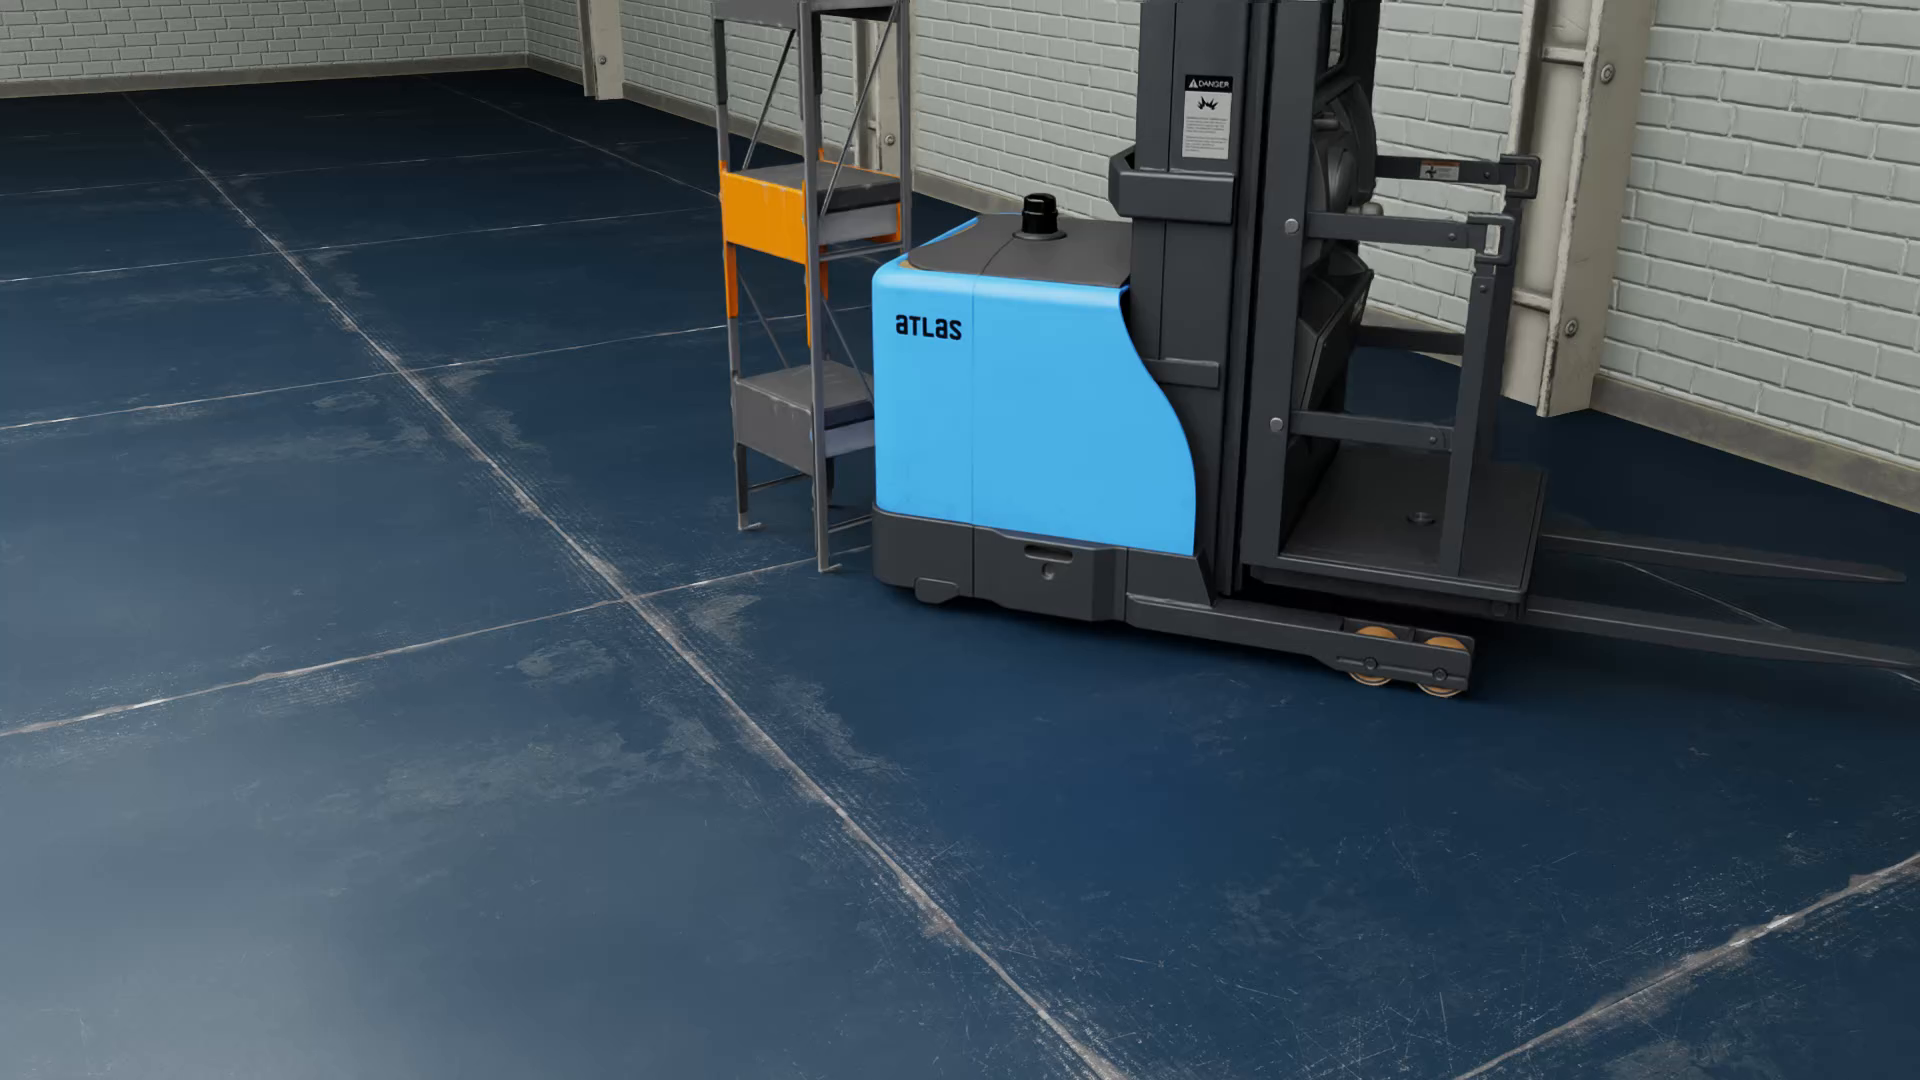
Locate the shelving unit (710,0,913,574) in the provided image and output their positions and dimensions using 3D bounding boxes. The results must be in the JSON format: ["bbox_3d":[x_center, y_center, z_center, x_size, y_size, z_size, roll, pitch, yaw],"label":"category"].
[{"bbox_3d":[-0.470,-0.980,5.433,0.431,2.100,0.503,-17,28,-36],"label":"shelving unit"}]

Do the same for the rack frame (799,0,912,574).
[{"bbox_3d":[-0.314,-0.909,5.259,0.400,2.100,0.015,-17,28,-36],"label":"rack frame"}]

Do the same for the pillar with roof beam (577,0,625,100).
[{"bbox_3d":[-7.302,-7.841,13.151,9.100,9.000,0.400,-13,25,-28],"label":"pillar with roof beam"}]

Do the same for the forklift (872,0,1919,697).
[{"bbox_3d":[1.290,-1.139,4.721,3.031,2.935,1.130,8,24,20],"label":"forklift"}]

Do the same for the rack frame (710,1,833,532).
[{"bbox_3d":[-0.625,-1.050,5.607,0.400,2.100,0.015,-17,28,-36],"label":"rack frame"}]

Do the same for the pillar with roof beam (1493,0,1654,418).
[{"bbox_3d":[-1.172,-3.956,3.594,9.100,9.000,0.400,-13,25,-28],"label":"pillar with roof beam"}]

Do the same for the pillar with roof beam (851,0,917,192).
[{"bbox_3d":[-4.237,-5.898,8.372,9.100,9.000,0.400,-13,25,-28],"label":"pillar with roof beam"}]

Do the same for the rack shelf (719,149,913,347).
[{"bbox_3d":[-0.470,-0.967,5.438,0.431,0.518,0.480,-17,28,-36],"label":"rack shelf"}]

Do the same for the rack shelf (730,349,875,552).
[{"bbox_3d":[-0.470,-0.318,5.702,0.431,0.518,0.480,-17,28,-36],"label":"rack shelf"}]

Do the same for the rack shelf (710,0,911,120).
[{"bbox_3d":[-0.470,-1.615,5.174,0.431,0.518,0.480,-17,28,-36],"label":"rack shelf"}]
